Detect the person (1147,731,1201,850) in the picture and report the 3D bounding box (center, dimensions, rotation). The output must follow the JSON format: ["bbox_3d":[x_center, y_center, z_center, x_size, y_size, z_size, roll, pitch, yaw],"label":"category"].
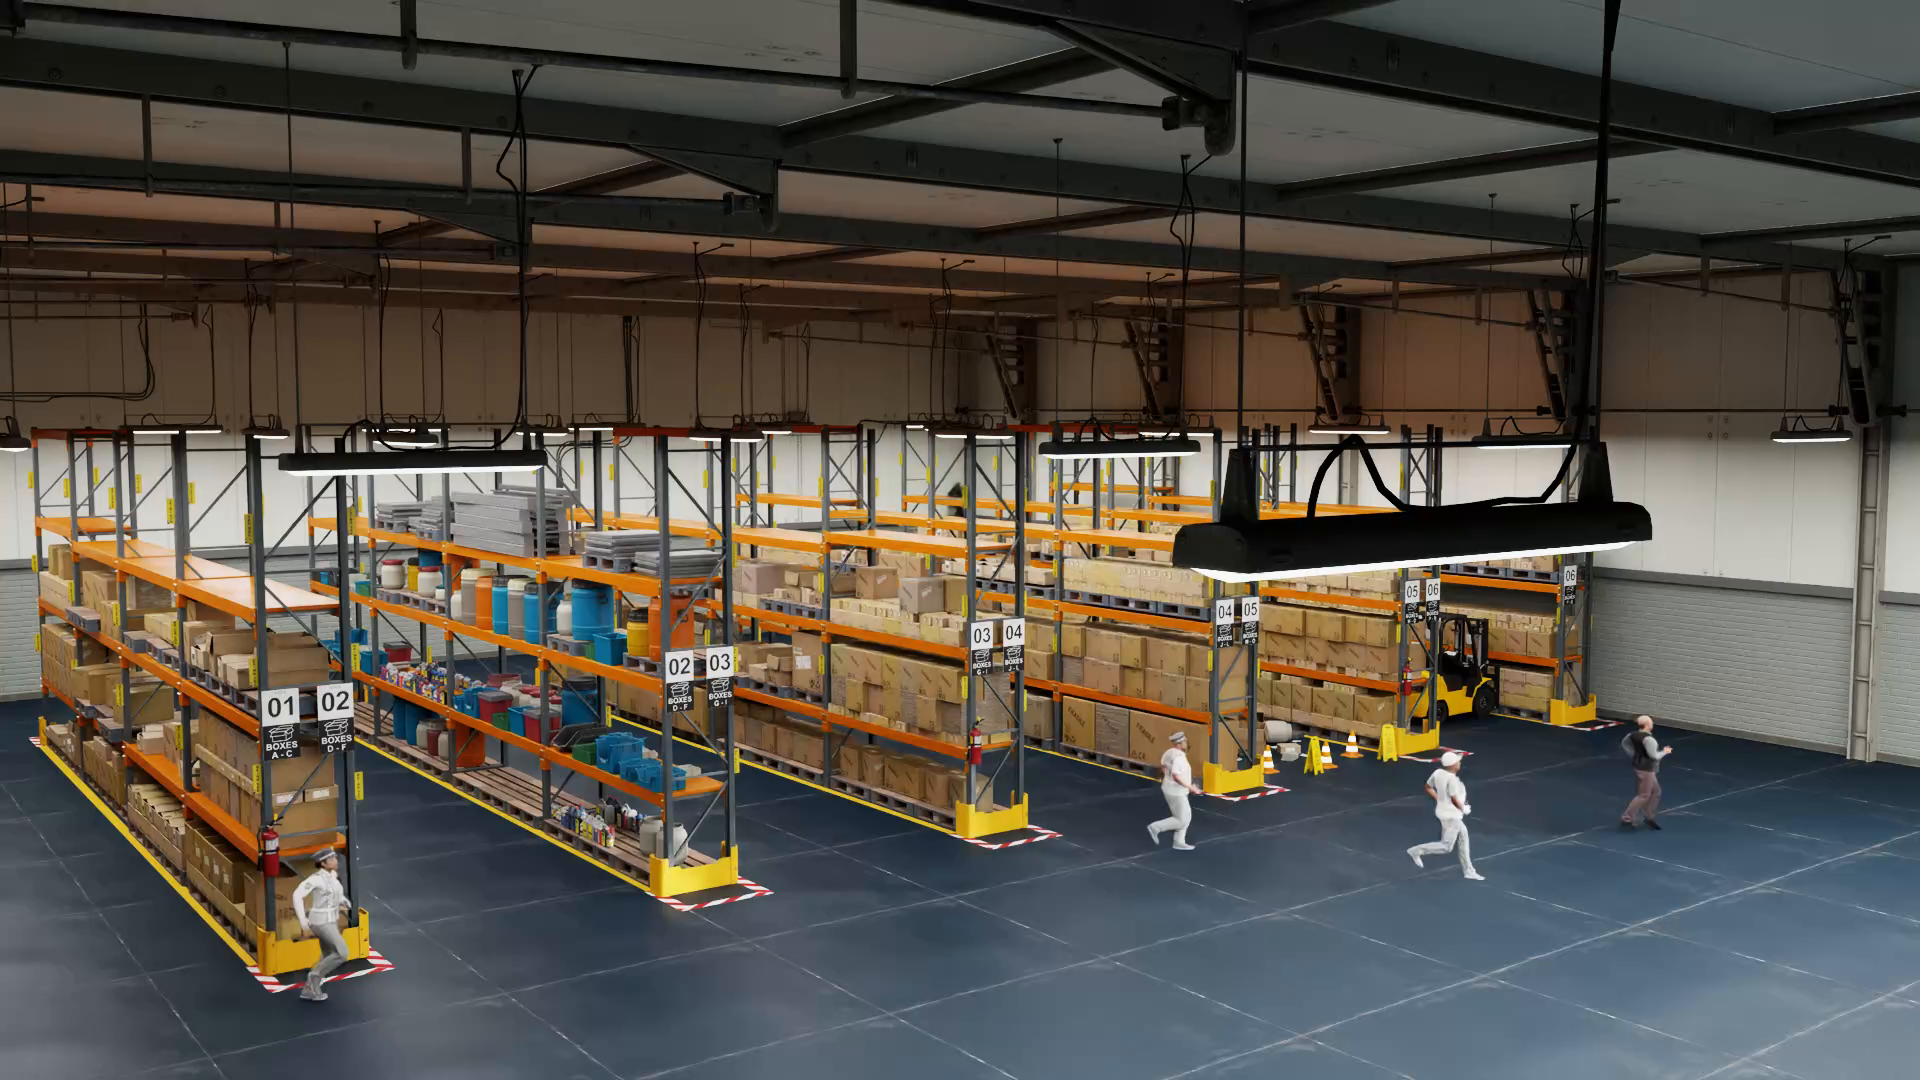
[{"bbox_3d":[3.025,3.599,23.833,0.754,1.739,0.652,-1,5,-6],"label":"person"}]

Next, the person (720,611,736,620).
[{"bbox_3d":[-5.840,2.255,41.604,0.672,1.667,0.645,-1,5,-14],"label":"person"}]

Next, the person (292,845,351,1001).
[{"bbox_3d":[-6.795,4.100,17.819,0.555,1.650,0.617,0,4,-2],"label":"person"}]

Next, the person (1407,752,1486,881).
[{"bbox_3d":[6.537,3.721,22.291,1.095,1.770,0.654,0,4,2],"label":"person"}]

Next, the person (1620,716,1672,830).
[{"bbox_3d":[10.288,3.511,24.955,0.726,1.770,0.636,0,4,3],"label":"person"}]
